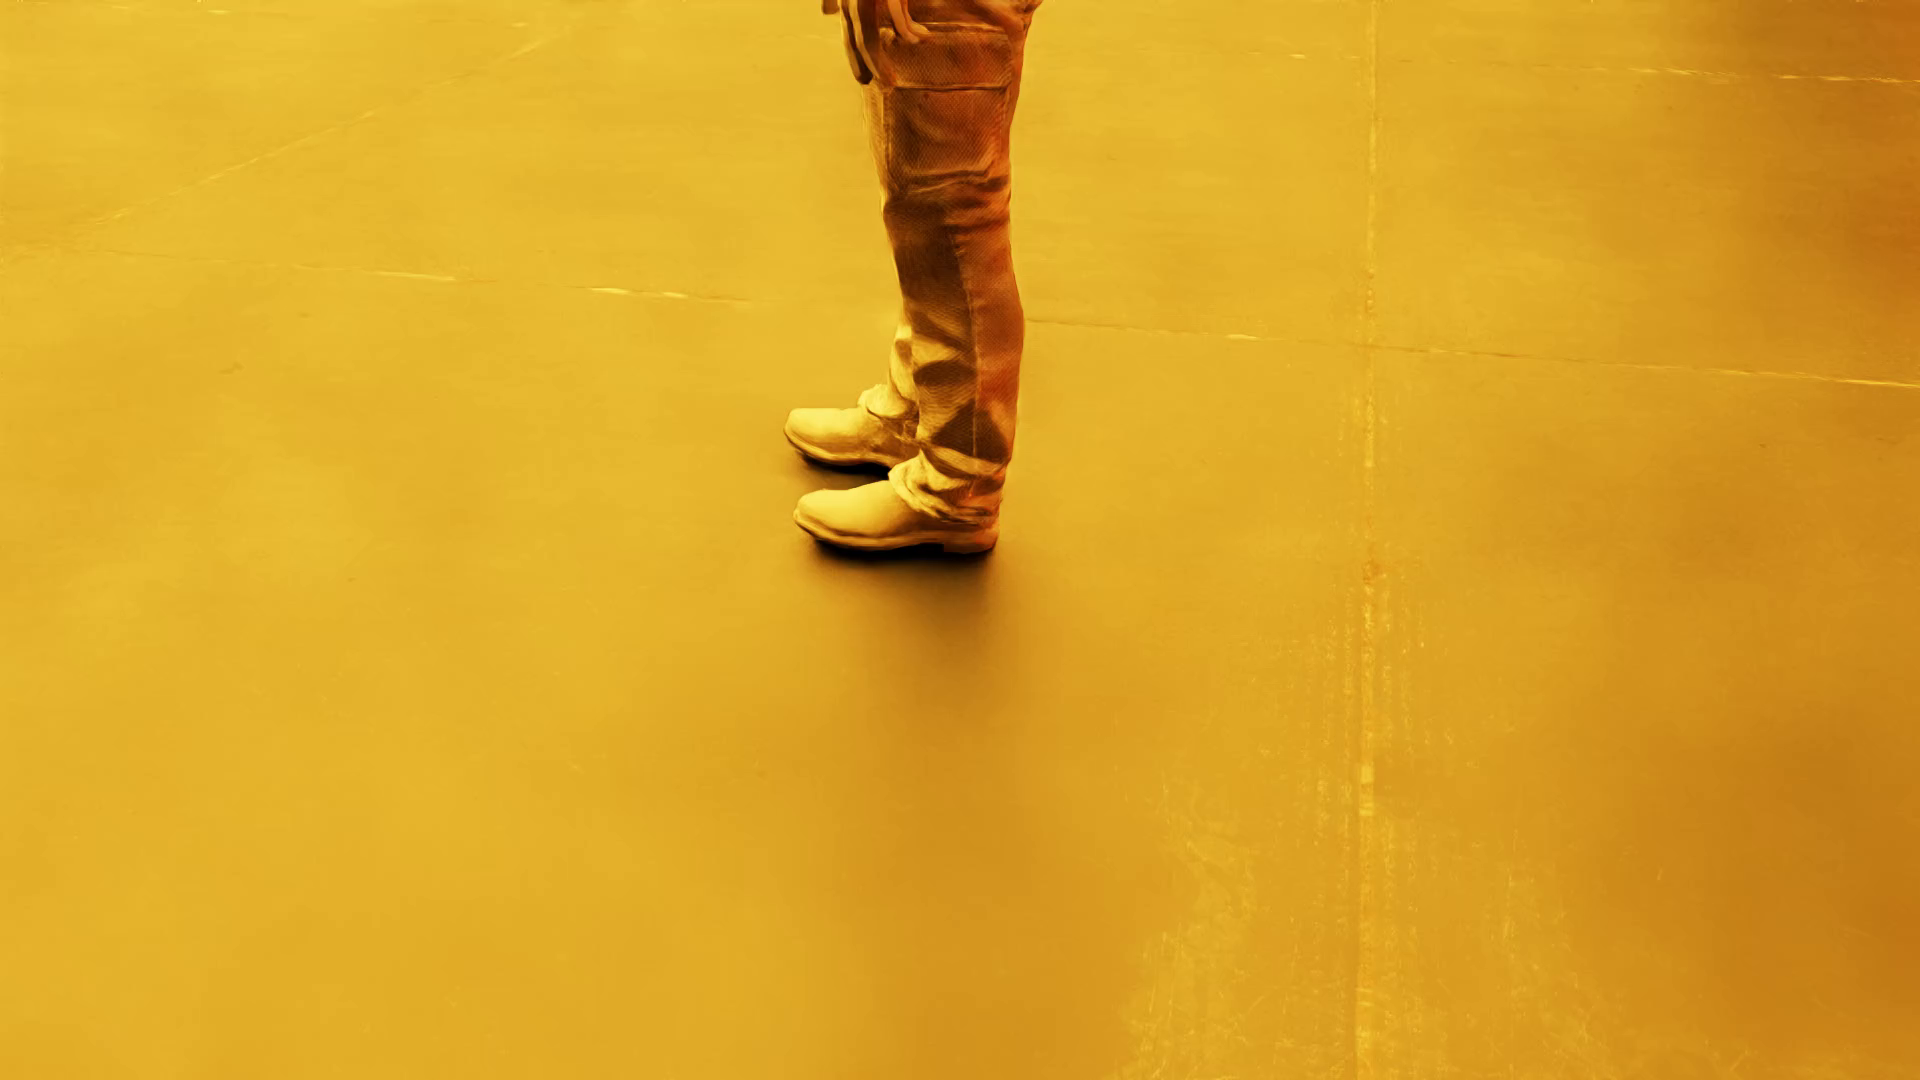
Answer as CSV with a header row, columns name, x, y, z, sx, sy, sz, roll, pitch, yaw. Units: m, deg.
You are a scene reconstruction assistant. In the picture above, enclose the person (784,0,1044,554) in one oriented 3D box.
name,x,y,z,sx,sy,sz,roll,pitch,yaw
person,-0.069,-0.813,2.116,0.576,1.782,0.655,6,27,11
